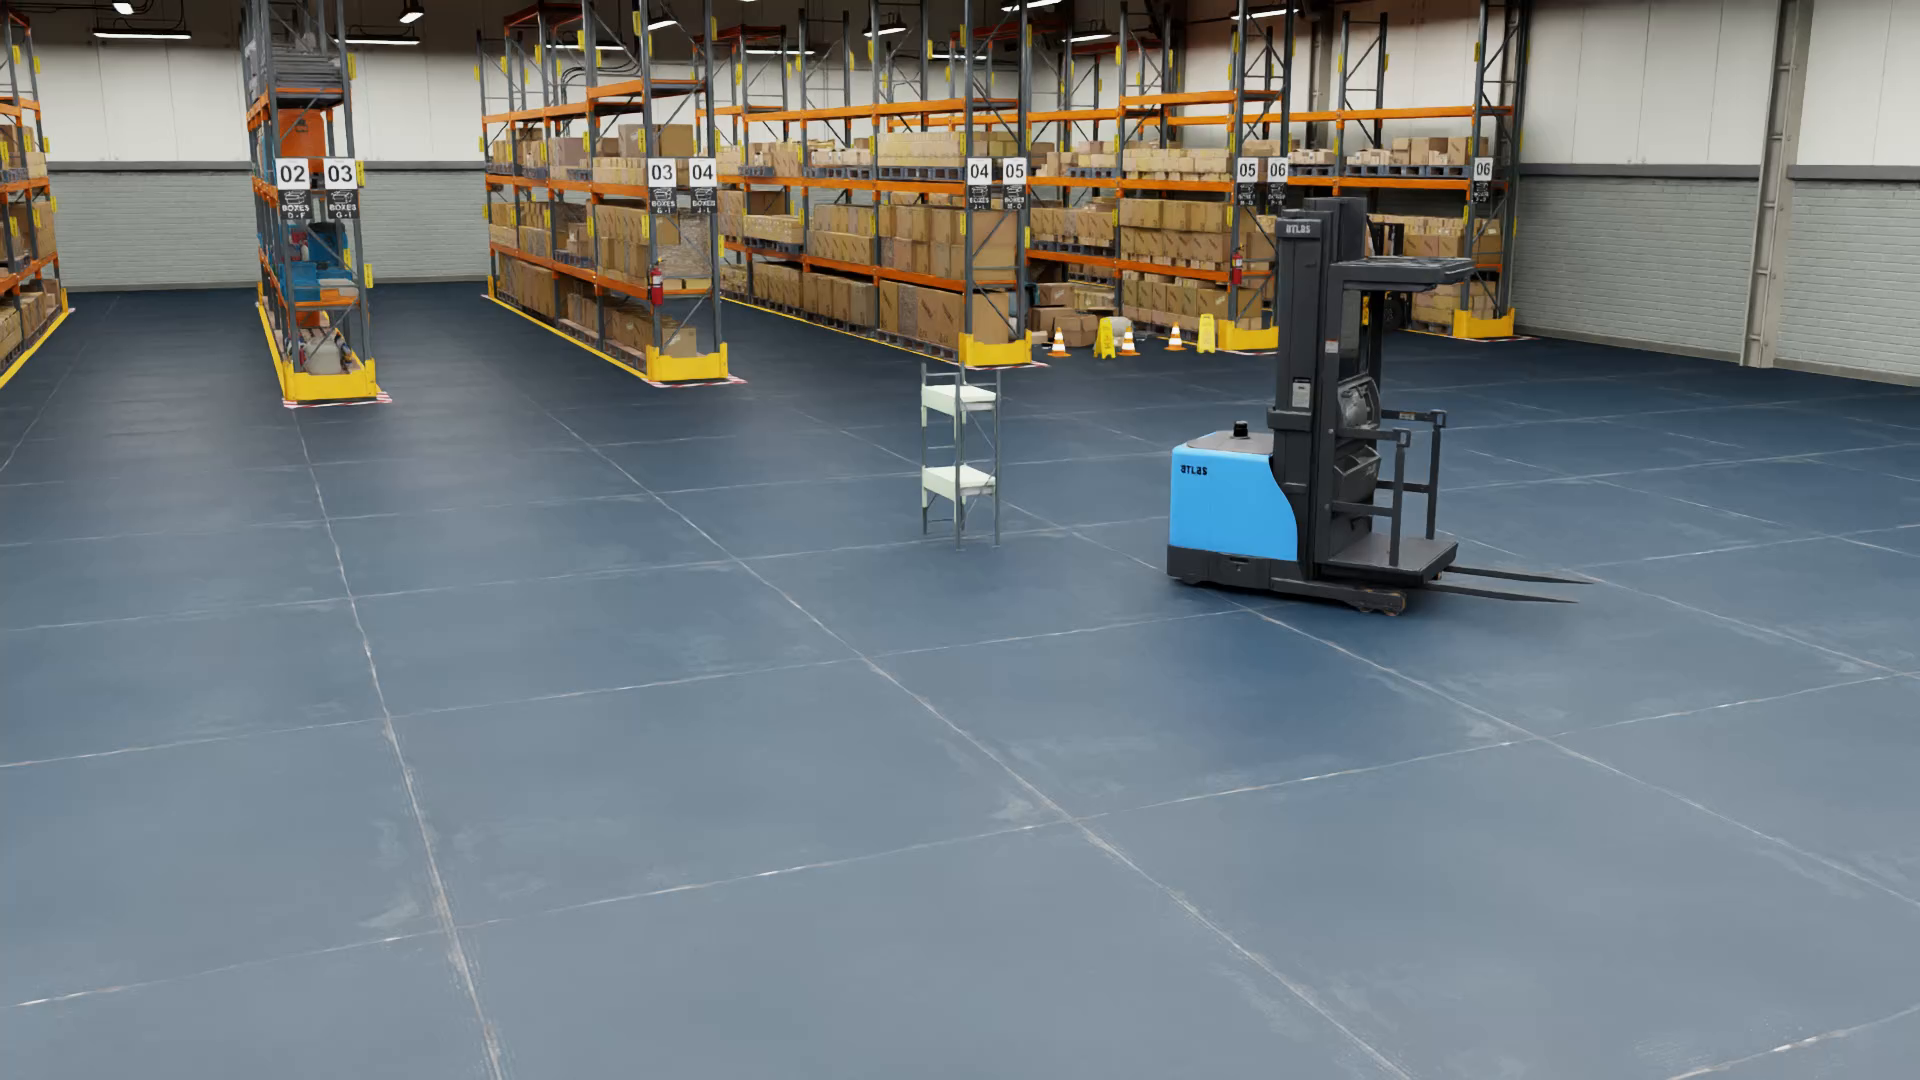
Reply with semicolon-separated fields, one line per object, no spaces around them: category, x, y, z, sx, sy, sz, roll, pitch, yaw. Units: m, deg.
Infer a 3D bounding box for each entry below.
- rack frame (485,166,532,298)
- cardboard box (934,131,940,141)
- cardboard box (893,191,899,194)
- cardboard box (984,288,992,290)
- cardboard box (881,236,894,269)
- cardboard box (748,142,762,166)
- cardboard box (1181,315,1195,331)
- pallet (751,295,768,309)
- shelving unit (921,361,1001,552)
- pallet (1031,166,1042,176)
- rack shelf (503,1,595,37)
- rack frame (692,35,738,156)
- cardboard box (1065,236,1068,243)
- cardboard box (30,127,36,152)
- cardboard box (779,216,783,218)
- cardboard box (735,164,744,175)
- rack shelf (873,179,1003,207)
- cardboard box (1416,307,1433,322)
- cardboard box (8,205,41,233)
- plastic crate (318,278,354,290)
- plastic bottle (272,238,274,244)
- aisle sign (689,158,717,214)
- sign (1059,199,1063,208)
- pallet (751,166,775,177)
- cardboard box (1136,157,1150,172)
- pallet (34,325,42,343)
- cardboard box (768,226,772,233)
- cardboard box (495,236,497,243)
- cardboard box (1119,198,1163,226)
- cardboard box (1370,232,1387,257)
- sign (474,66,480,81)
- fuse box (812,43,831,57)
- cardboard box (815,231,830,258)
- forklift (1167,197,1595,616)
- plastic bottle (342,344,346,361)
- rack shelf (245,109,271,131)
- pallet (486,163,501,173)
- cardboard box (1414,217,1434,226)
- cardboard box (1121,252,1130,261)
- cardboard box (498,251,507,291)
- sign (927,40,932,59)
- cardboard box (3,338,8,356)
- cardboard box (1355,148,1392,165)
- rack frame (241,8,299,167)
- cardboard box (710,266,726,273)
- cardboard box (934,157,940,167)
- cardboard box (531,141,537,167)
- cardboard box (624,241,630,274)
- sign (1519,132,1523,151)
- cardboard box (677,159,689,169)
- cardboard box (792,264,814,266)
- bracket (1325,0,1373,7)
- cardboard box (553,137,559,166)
rack frame;-10.443;-7.171;38.702;1.000;3.000;0.127;-6;14;-23
cardboard box;-0.201;-6.470;26.658;0.380;0.149;0.250;-5;14;-22
cardboard box;-1.474;-8.820;41.948;0.380;0.149;0.250;-5;14;-22
cardboard box;0.930;-6.103;37.866;0.875;0.875;0.875;-5;14;-21
cardboard box;-0.892;-5.117;29.494;0.875;0.550;0.550;-6;14;-23
cardboard box;-4.204;-8.398;36.199;0.700;0.500;0.500;-6;14;-23
cardboard box;4.276;-3.876;29.632;0.500;0.250;0.500;-6;14;-23
pallet;-3.942;-5.253;36.597;1.003;0.211;1.213;-6;14;-23
shelving unit;0.003;-0.729;14.195;0.431;1.500;0.755;-6;14;-23
pallet;1.535;-7.911;35.665;1.213;0.211;1.003;-5;14;-20
rack shelf;-8.039;-10.123;32.376;1.077;0.370;4.000;-6;14;-23
rack frame;-5.858;-10.521;39.871;1.000;3.000;0.127;-6;14;-23
cardboard box;2.360;-6.133;33.844;0.380;0.149;0.250;-5;14;-21
cardboard box;-19.300;-8.170;33.925;0.700;0.500;0.500;-6;14;-23
cardboard box;-3.706;-6.970;36.138;0.380;0.149;0.250;-6;14;-25
cardboard box;-4.699;-8.237;36.988;0.500;0.250;0.500;-5;14;-22
rack shelf;-0.250;-5.817;27.793;1.077;0.370;4.000;-6;14;-23
cardboard box;8.925;-4.247;31.234;0.500;0.250;0.500;-6;14;-23
cardboard box;-17.850;-6.109;31.675;0.500;0.500;0.500;-5;14;-21
plastic crate;-9.292;-3.804;24.736;0.530;0.136;0.437;-6;14;-23
plastic bottle;-13.518;-5.763;32.727;0.144;0.351;0.185;-6;14;-23
aisle sign;-3.734;-5.146;24.188;0.394;0.787;0.004;-6;14;-23
sign;2.687;-8.888;44.201;0.100;0.325;0.005;-6;14;-23
pallet;-3.687;-7.791;35.143;1.213;0.211;1.003;-6;14;-23
cardboard box;3.585;-6.899;30.546;0.500;0.250;0.500;-6;14;-23
pallet;-17.066;-3.675;29.781;1.003;0.211;1.213;-6;14;-23
cardboard box;-3.787;-6.500;34.768;0.380;0.149;0.250;-5;14;-22
cardboard box;-10.290;-6.786;37.596;0.380;0.149;0.250;-6;14;-24
cardboard box;3.422;-6.157;31.223;0.700;0.500;0.500;-6;14;-24
cardboard box;8.357;-5.759;32.379;0.500;0.500;0.500;-6;14;-24
sign;-10.954;-10.577;37.692;0.100;0.325;0.005;-6;14;-23
fuse box;-3.864;-13.682;46.434;0.513;0.334;0.176;-6;14;-23
cardboard box;-2.514;-5.772;32.436;0.500;0.500;0.500;-6;14;-24
forklift;3.139;-1.016;12.262;3.031;2.935;1.130;7;15;29
plastic bottle;-9.190;-2.798;24.880;0.097;0.271;0.097;0;13;0
rack shelf;-14.180;-8.688;34.434;1.077;0.370;4.000;-6;14;-23
pallet;-10.136;-8.437;37.716;1.003;0.211;1.213;-6;14;-23
cardboard box;8.762;-5.976;31.219;0.380;0.149;0.250;-5;14;-22
cardboard box;3.277;-5.371;31.480;0.380;0.149;0.250;-6;14;-23
cardboard box;-10.113;-6.216;38.354;0.875;0.875;0.875;-6;14;-23
sign;-0.532;-8.619;29.231;0.100;0.325;0.005;-6;14;-23
cardboard box;-15.062;-2.981;25.765;0.500;0.250;0.500;-6;14;-25
cardboard box;8.101;-7.514;32.574;0.500;0.311;0.500;-5;14;-22
rack frame;-13.379;-8.820;32.522;1.000;3.000;0.127;-6;14;-23
cardboard box;-5.755;-6.455;39.680;0.380;0.149;0.250;-6;14;-23
cardboard box;-0.197;-6.080;26.741;0.380;0.149;0.250;-5;14;-22
cardboard box;-8.076;-7.655;32.979;0.797;0.503;0.637;-6;14;-24
cardboard box;-4.700;-4.375;25.739;0.875;0.500;0.500;-6;14;-23
sign;10.104;-7.184;29.993;0.100;0.325;0.005;-6;14;-23
cardboard box;-3.932;-5.526;24.389;0.380;0.149;0.250;-6;14;-23
cardboard box;-3.307;-5.778;35.630;0.500;0.250;0.500;-6;14;-25
bracket;8.616;-10.697;32.650;0.076;0.066;4.783;-6;14;-23
cardboard box;-7.086;-7.047;30.181;0.500;0.500;0.500;-6;14;-23
